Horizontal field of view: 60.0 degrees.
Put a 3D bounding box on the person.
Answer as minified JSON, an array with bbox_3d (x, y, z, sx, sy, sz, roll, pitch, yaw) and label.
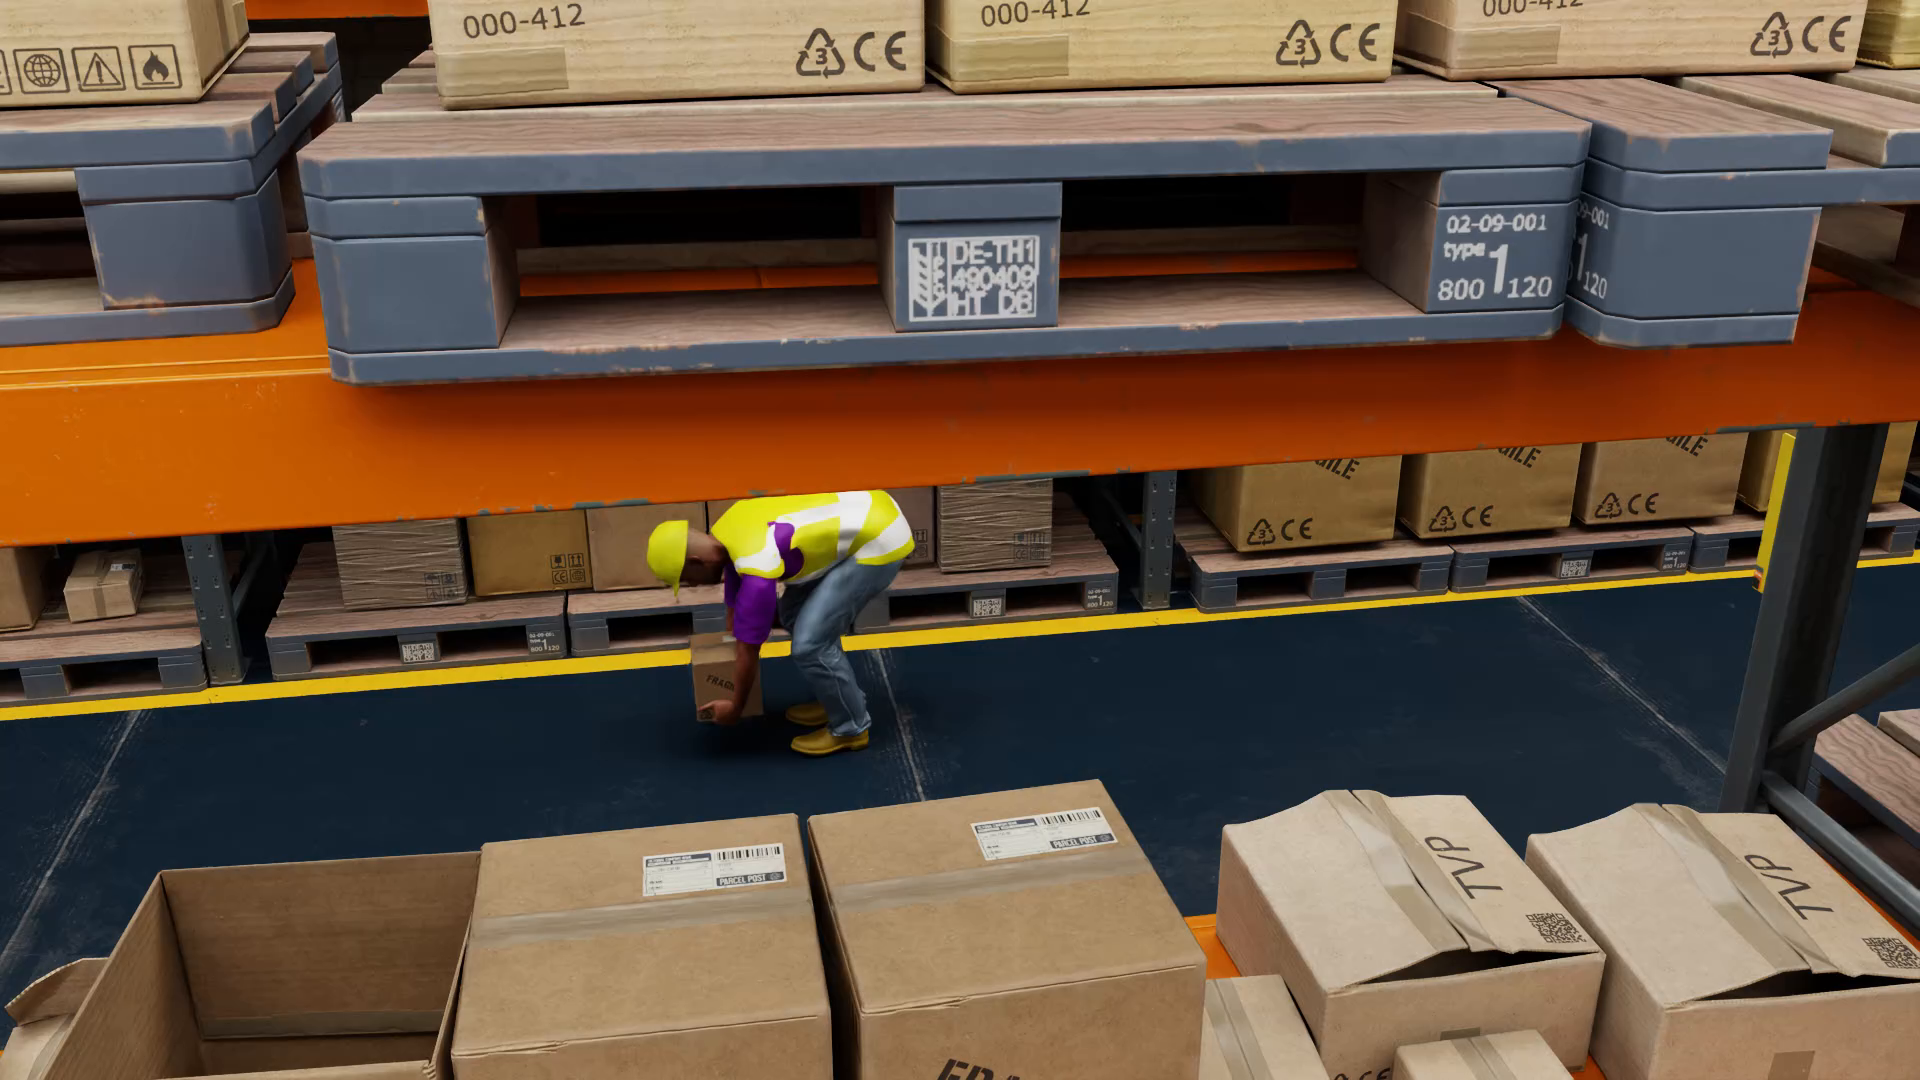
[{"bbox_3d":[-0.538,-0.021,6.174,0.607,1.720,0.493,-5,24,-11],"label":"person"}]
